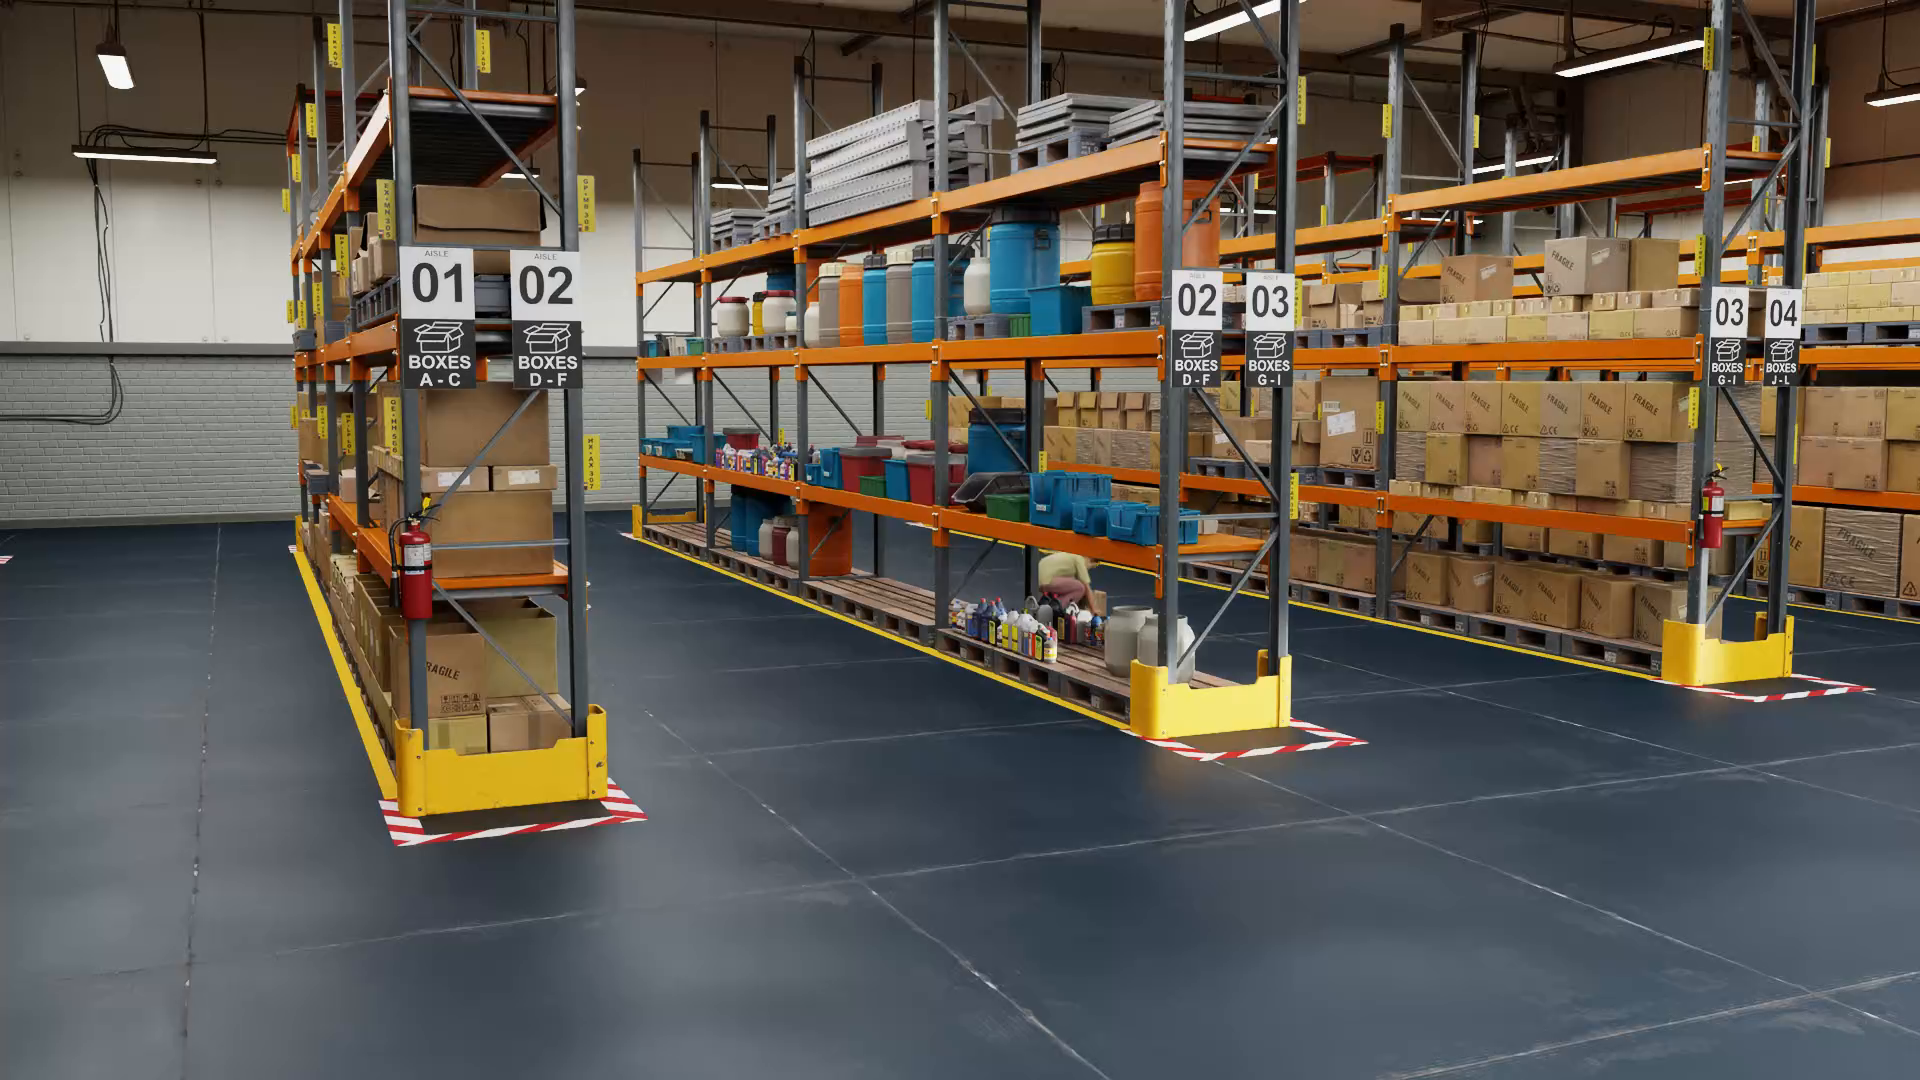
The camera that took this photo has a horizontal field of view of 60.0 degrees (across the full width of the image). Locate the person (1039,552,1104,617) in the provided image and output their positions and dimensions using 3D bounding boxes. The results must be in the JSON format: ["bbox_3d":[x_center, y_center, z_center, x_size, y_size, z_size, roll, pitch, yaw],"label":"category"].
[{"bbox_3d":[1.093,0.474,17.307,0.844,0.787,0.468,-3,6,-25],"label":"person"}]
